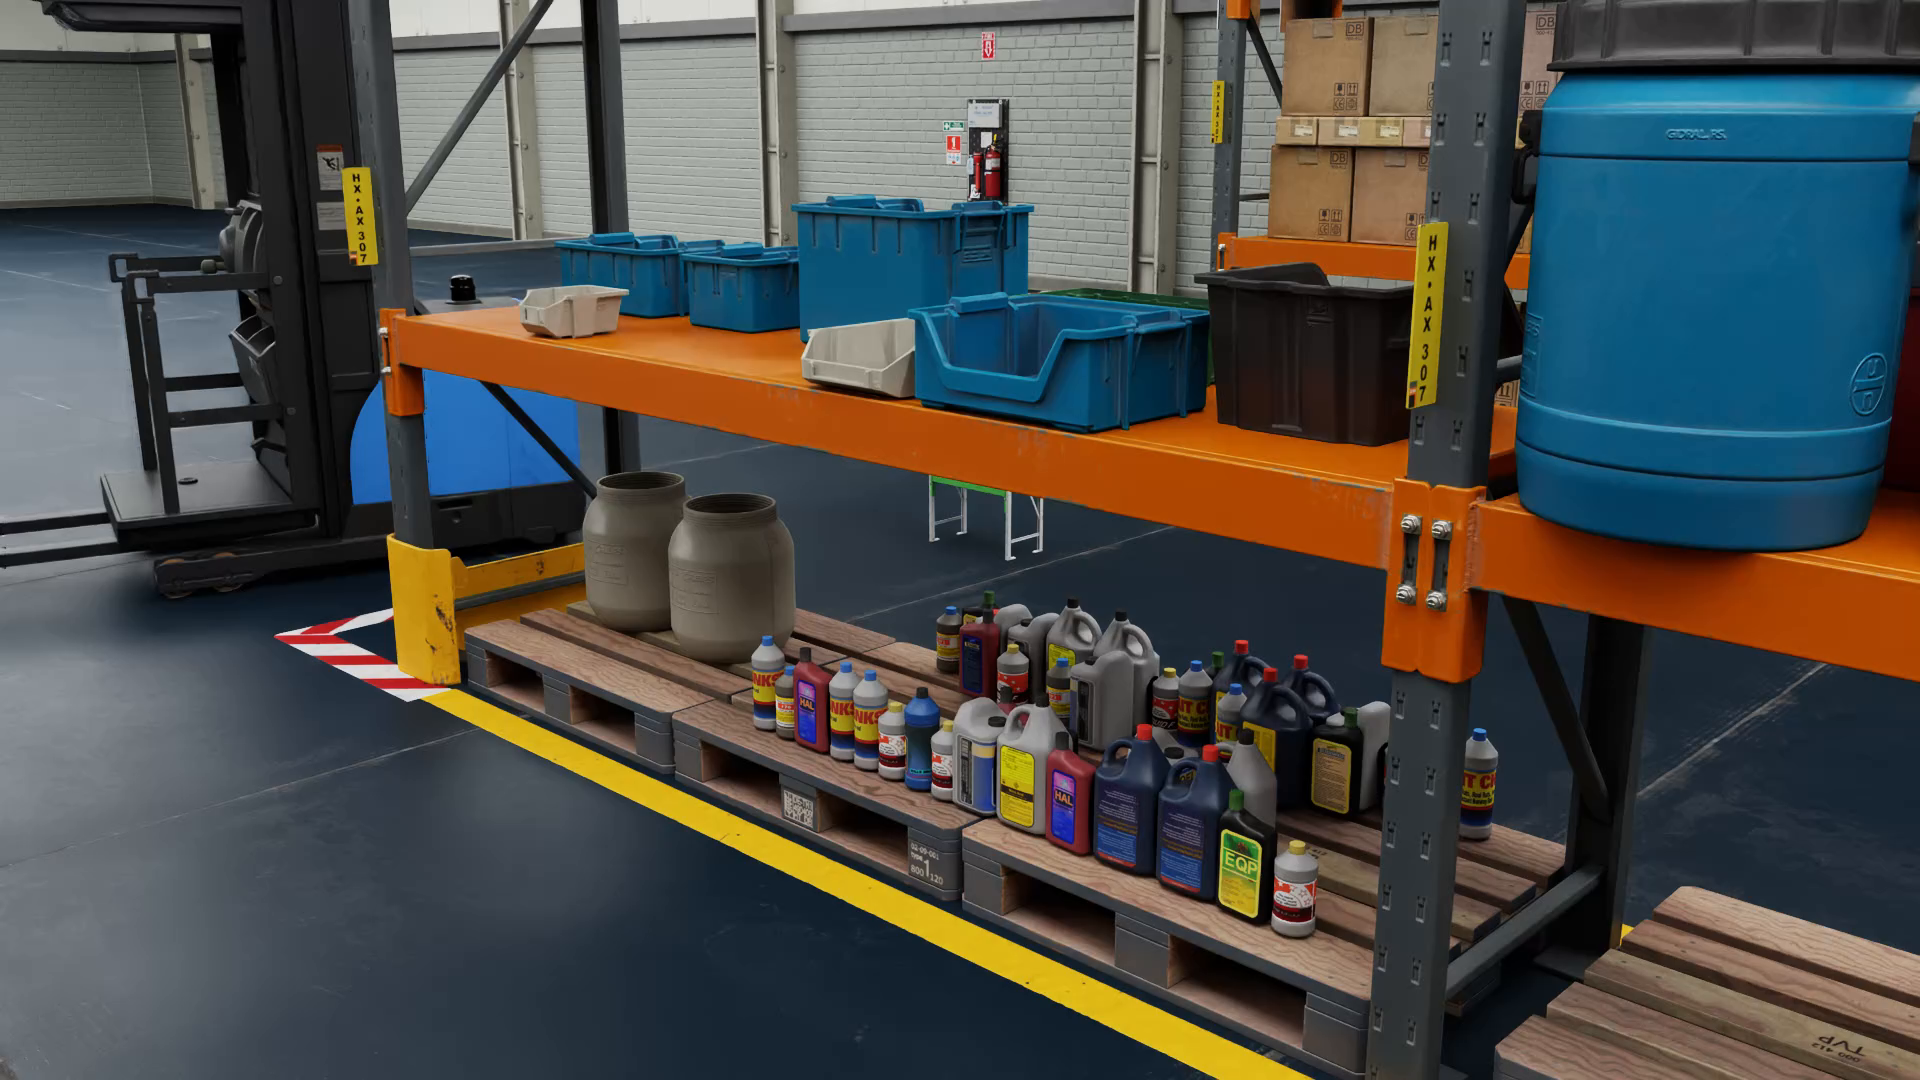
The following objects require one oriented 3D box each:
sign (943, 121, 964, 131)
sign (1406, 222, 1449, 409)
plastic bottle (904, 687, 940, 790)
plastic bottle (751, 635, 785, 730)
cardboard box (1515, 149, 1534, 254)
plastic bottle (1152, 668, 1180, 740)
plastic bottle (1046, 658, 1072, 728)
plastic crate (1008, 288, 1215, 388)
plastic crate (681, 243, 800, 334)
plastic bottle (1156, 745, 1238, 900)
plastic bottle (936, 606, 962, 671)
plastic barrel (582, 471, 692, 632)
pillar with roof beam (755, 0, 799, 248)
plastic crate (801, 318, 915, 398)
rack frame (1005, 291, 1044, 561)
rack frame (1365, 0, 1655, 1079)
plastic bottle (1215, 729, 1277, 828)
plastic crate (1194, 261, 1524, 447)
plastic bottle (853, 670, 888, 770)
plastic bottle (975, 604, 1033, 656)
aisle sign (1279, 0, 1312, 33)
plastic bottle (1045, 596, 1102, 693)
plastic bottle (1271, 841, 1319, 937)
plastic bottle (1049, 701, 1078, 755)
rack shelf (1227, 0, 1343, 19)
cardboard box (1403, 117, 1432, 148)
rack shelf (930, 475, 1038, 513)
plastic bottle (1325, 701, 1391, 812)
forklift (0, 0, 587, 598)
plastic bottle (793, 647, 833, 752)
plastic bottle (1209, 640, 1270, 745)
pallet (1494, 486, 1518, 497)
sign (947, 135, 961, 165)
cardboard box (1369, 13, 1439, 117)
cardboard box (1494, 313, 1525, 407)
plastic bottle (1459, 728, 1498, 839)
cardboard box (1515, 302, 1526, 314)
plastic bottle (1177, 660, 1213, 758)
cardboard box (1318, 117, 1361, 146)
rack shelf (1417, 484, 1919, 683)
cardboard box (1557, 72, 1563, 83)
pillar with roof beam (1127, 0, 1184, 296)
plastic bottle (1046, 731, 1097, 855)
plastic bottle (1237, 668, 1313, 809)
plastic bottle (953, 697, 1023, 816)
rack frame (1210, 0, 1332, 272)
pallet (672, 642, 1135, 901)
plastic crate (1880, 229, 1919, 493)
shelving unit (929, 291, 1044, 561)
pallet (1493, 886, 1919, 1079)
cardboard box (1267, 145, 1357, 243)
[{"bbox_3d":[-0.075,-4.774,19.182,0.331,0.109,0.001,14,20,42],"label":"sign"},{"bbox_3d":[0.835,-0.401,2.971,0.005,0.325,0.100,14,20,42],"label":"sign"},{"bbox_3d":[-0.101,0.530,4.489,0.097,0.271,0.097,0,15,0],"label":"plastic bottle"},{"bbox_3d":[-0.566,0.417,4.923,0.097,0.271,0.097,0,15,0],"label":"plastic bottle"},{"bbox_3d":[2.848,-1.748,8.495,0.500,0.500,0.700,14,20,43],"label":"cardboard box"},{"bbox_3d":[0.608,0.473,4.844,0.097,0.201,0.097,0,15,0],"label":"plastic bottle"},{"bbox_3d":[0.303,0.450,4.934,0.097,0.201,0.097,0,15,0],"label":"plastic bottle"},{"bbox_3d":[0.443,-0.551,4.517,0.662,0.188,0.450,14,20,42],"label":"plastic crate"},{"bbox_3d":[-0.623,-0.845,5.520,0.408,0.251,0.499,14,20,42],"label":"plastic crate"},{"bbox_3d":[0.561,0.644,3.892,0.185,0.351,0.144,13,19,41],"label":"plastic bottle"},{"bbox_3d":[-0.029,0.318,5.438,0.097,0.201,0.097,0,15,0],"label":"plastic bottle"},{"bbox_3d":[-1.128,0.037,5.941,0.421,0.512,0.421,0,15,0],"label":"plastic barrel"},{"bbox_3d":[-5.301,-7.119,17.407,0.400,9.000,9.100,14,20,42],"label":"pillar with roof beam"},{"bbox_3d":[-0.120,-0.475,4.330,0.437,0.136,0.530,14,20,42],"label":"plastic crate"},{"bbox_3d":[0.295,-0.509,7.506,0.015,1.200,0.240,14,20,42],"label":"rack frame"},{"bbox_3d":[1.225,-0.365,3.382,0.127,3.000,1.000,14,20,42],"label":"rack frame"},{"bbox_3d":[0.661,0.618,3.993,0.185,0.351,0.144,14,20,42],"label":"plastic bottle"},{"bbox_3d":[0.936,-0.449,3.830,0.504,0.338,0.767,14,20,42],"label":"plastic crate"},{"bbox_3d":[-0.247,0.494,4.625,0.097,0.271,0.097,0,15,0],"label":"plastic bottle"},{"bbox_3d":[0.134,0.331,5.240,0.135,0.276,0.152,14,20,43],"label":"plastic bottle"},{"bbox_3d":[1.943,-3.286,9.438,0.004,0.787,0.394,14,20,42],"label":"aisle sign"},{"bbox_3d":[0.356,0.348,5.029,0.144,0.351,0.185,-14,20,-42],"label":"plastic bottle"},{"bbox_3d":[0.747,0.770,3.706,0.097,0.201,0.097,0,15,0],"label":"plastic bottle"},{"bbox_3d":[0.243,0.563,4.335,0.133,0.283,0.061,14,20,42],"label":"plastic bottle"},{"bbox_3d":[3.226,-2.716,7.886,4.000,0.370,1.077,14,20,42],"label":"rack shelf"},{"bbox_3d":[2.470,-2.083,8.494,0.250,0.149,0.380,13,20,41],"label":"cardboard box"},{"bbox_3d":[0.119,-0.258,7.746,0.480,0.148,0.258,14,20,42],"label":"rack shelf"},{"bbox_3d":[1.048,0.554,4.388,0.152,0.276,0.135,-14,20,-42],"label":"plastic bottle"},{"bbox_3d":[-3.305,-1.325,7.204,3.031,2.935,1.130,-8,17,-29],"label":"forklift"},{"bbox_3d":[-0.416,0.454,4.756,0.133,0.283,0.061,14,20,43],"label":"plastic bottle"},{"bbox_3d":[0.796,0.455,4.619,0.185,0.351,0.144,13,19,40],"label":"plastic bottle"},{"bbox_3d":[3.240,-0.274,8.565,1.213,0.211,1.003,14,20,42],"label":"pallet"},{"bbox_3d":[-0.072,-4.520,19.258,0.234,0.329,0.001,14,20,42],"label":"sign"},{"bbox_3d":[2.534,-2.455,8.633,0.500,0.500,0.700,13,19,41],"label":"cardboard box"},{"bbox_3d":[2.748,-0.892,8.540,0.500,0.500,0.500,14,20,42],"label":"cardboard box"},{"bbox_3d":[1.299,0.607,4.190,0.097,0.271,0.097,0,15,0],"label":"plastic bottle"},{"bbox_3d":[3.109,-0.986,8.902,0.500,0.500,0.500,14,20,42],"label":"cardboard box"},{"bbox_3d":[0.664,0.474,4.701,0.097,0.271,0.097,0,15,0],"label":"plastic bottle"},{"bbox_3d":[2.111,-2.172,8.834,0.250,0.149,0.380,13,19,41],"label":"cardboard box"},{"bbox_3d":[2.664,0.334,2.130,4.000,0.370,1.077,14,20,42],"label":"rack shelf"},{"bbox_3d":[3.258,-2.279,7.959,0.500,0.500,0.700,14,20,42],"label":"cardboard box"},{"bbox_3d":[-0.981,-6.069,13.377,0.400,9.000,9.100,14,20,42],"label":"pillar with roof beam"},{"bbox_3d":[0.277,0.622,4.110,0.061,0.283,0.133,-13,19,-41],"label":"plastic bottle"},{"bbox_3d":[0.832,0.514,4.391,0.185,0.351,0.144,14,20,42],"label":"plastic bottle"},{"bbox_3d":[0.076,0.561,4.360,0.152,0.276,0.135,-14,20,-43],"label":"plastic bottle"},{"bbox_3d":[1.786,-1.963,9.517,0.127,3.000,1.000,14,20,42],"label":"rack frame"},{"bbox_3d":[-0.112,0.646,5.033,1.213,0.211,1.003,14,20,42],"label":"pallet"},{"bbox_3d":[1.786,-0.366,3.262,0.583,0.464,0.402,14,20,42],"label":"plastic crate"},{"bbox_3d":[0.119,-0.552,7.670,0.503,1.200,0.258,14,20,42],"label":"shelving unit"},{"bbox_3d":[1.817,1.115,3.233,1.213,0.211,1.003,14,20,42],"label":"pallet"},{"bbox_3d":[2.113,-1.927,9.182,0.500,0.500,0.700,14,20,42],"label":"cardboard box"}]
